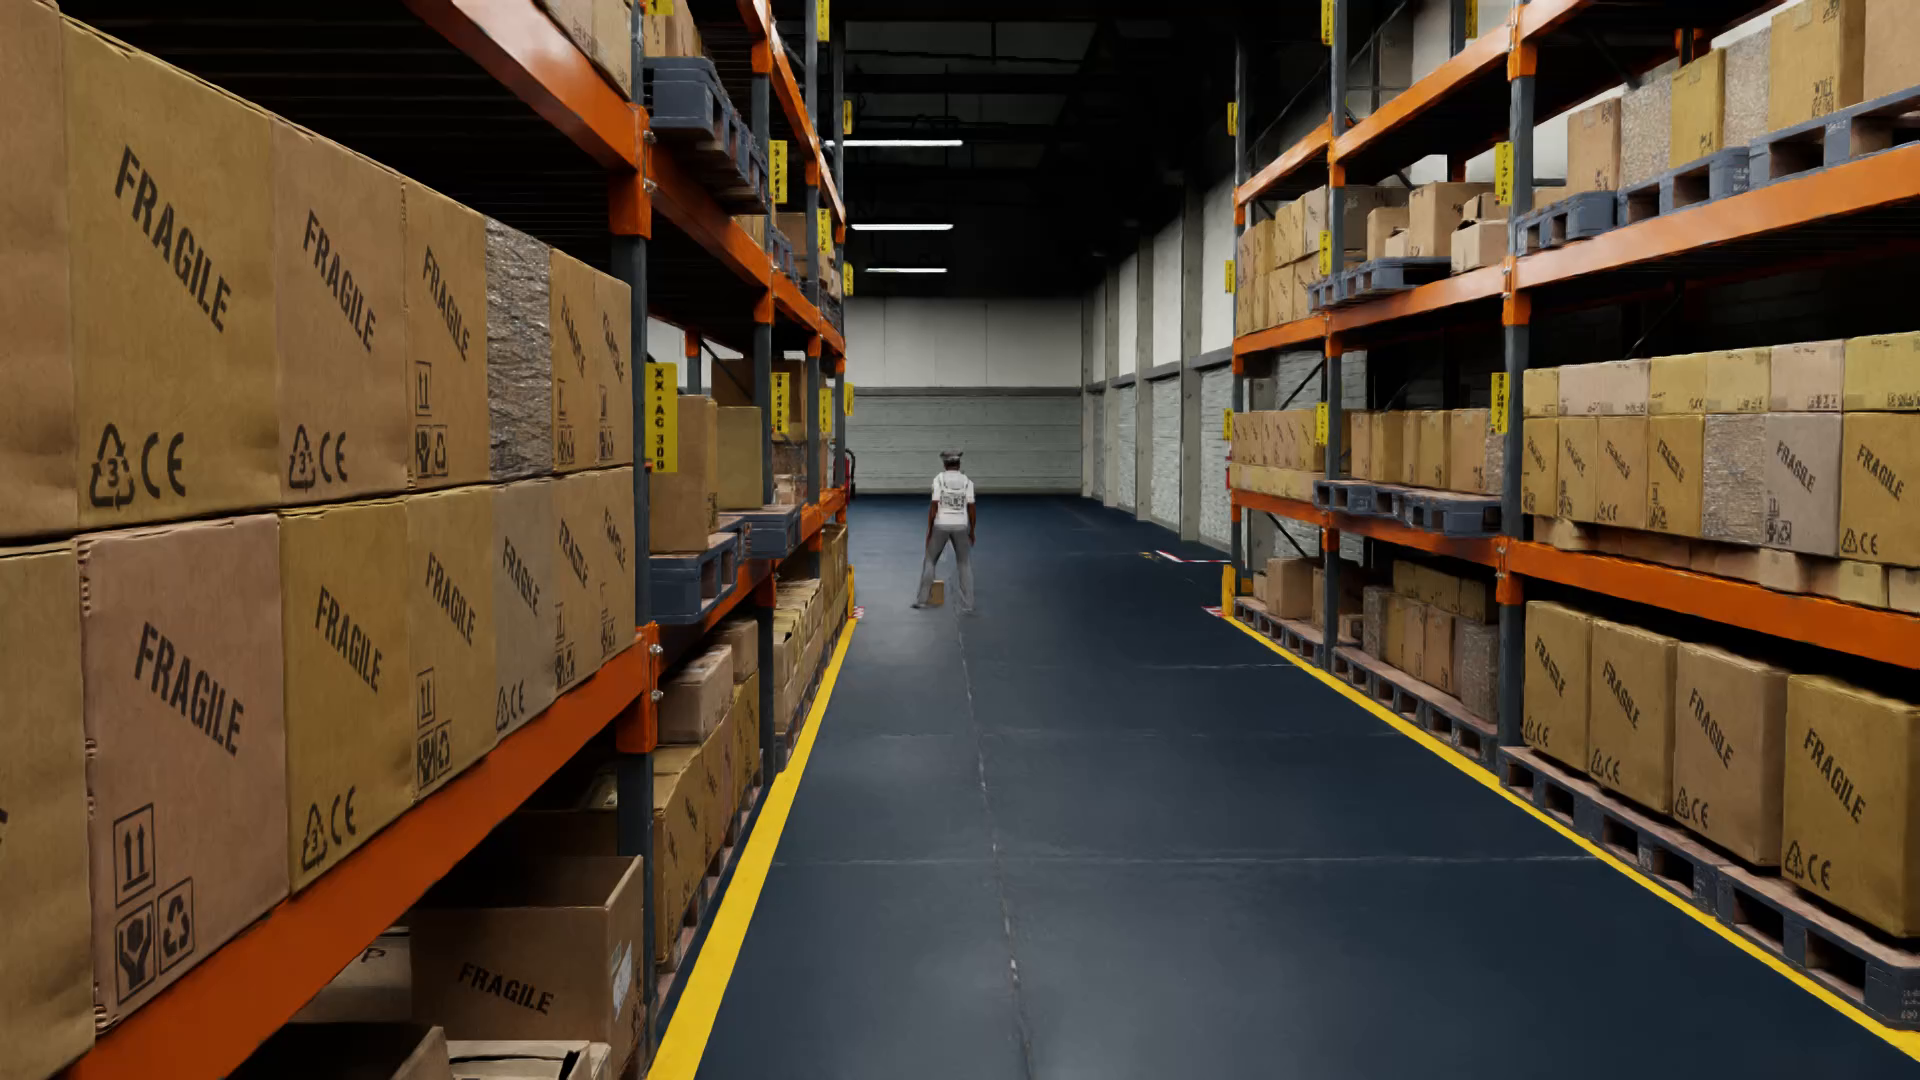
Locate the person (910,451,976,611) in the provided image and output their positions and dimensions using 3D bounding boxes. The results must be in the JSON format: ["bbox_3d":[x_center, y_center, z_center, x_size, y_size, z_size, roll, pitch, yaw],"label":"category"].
[{"bbox_3d":[-0.169,-0.090,17.118,0.649,1.654,0.442,-1,4,-11],"label":"person"}]
